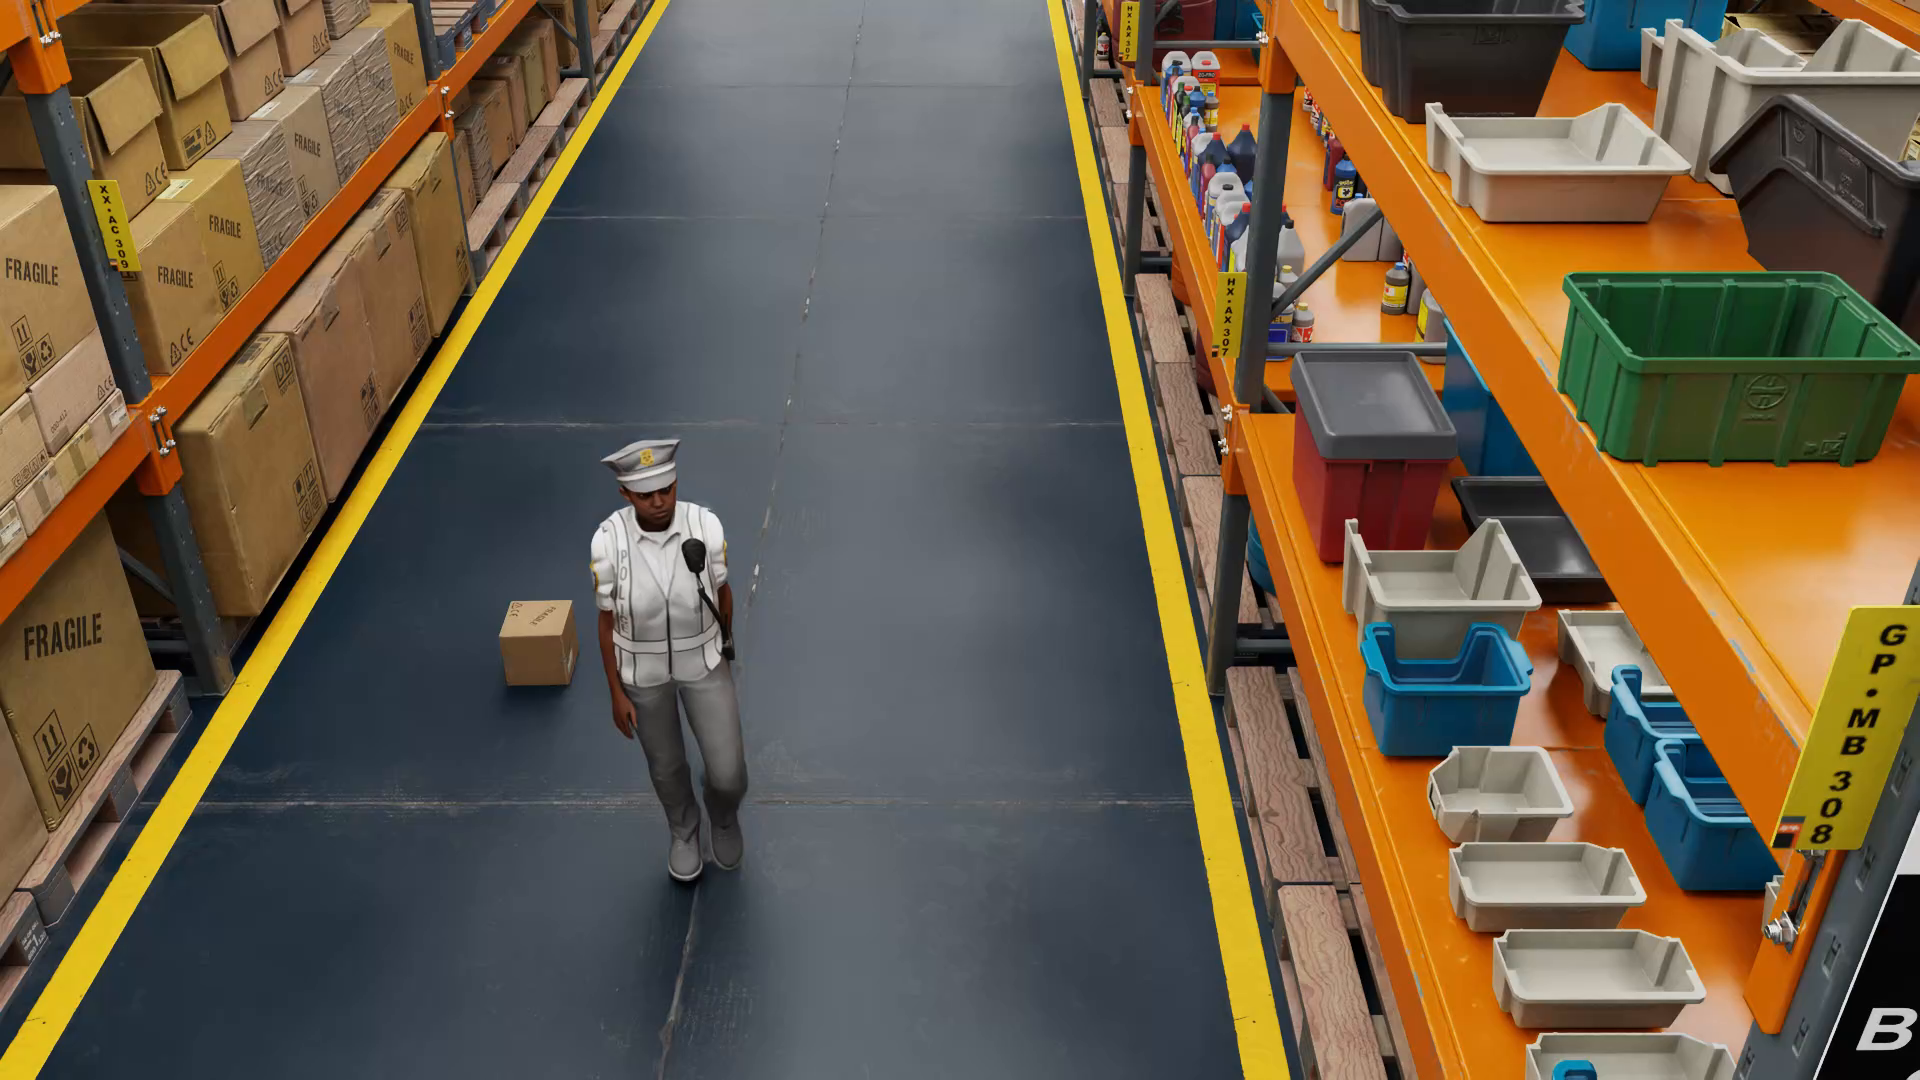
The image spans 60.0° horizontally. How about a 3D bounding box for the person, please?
[{"bbox_3d":[-0.926,0.441,5.370,0.433,1.714,0.428,-7,32,-11],"label":"person"}]
